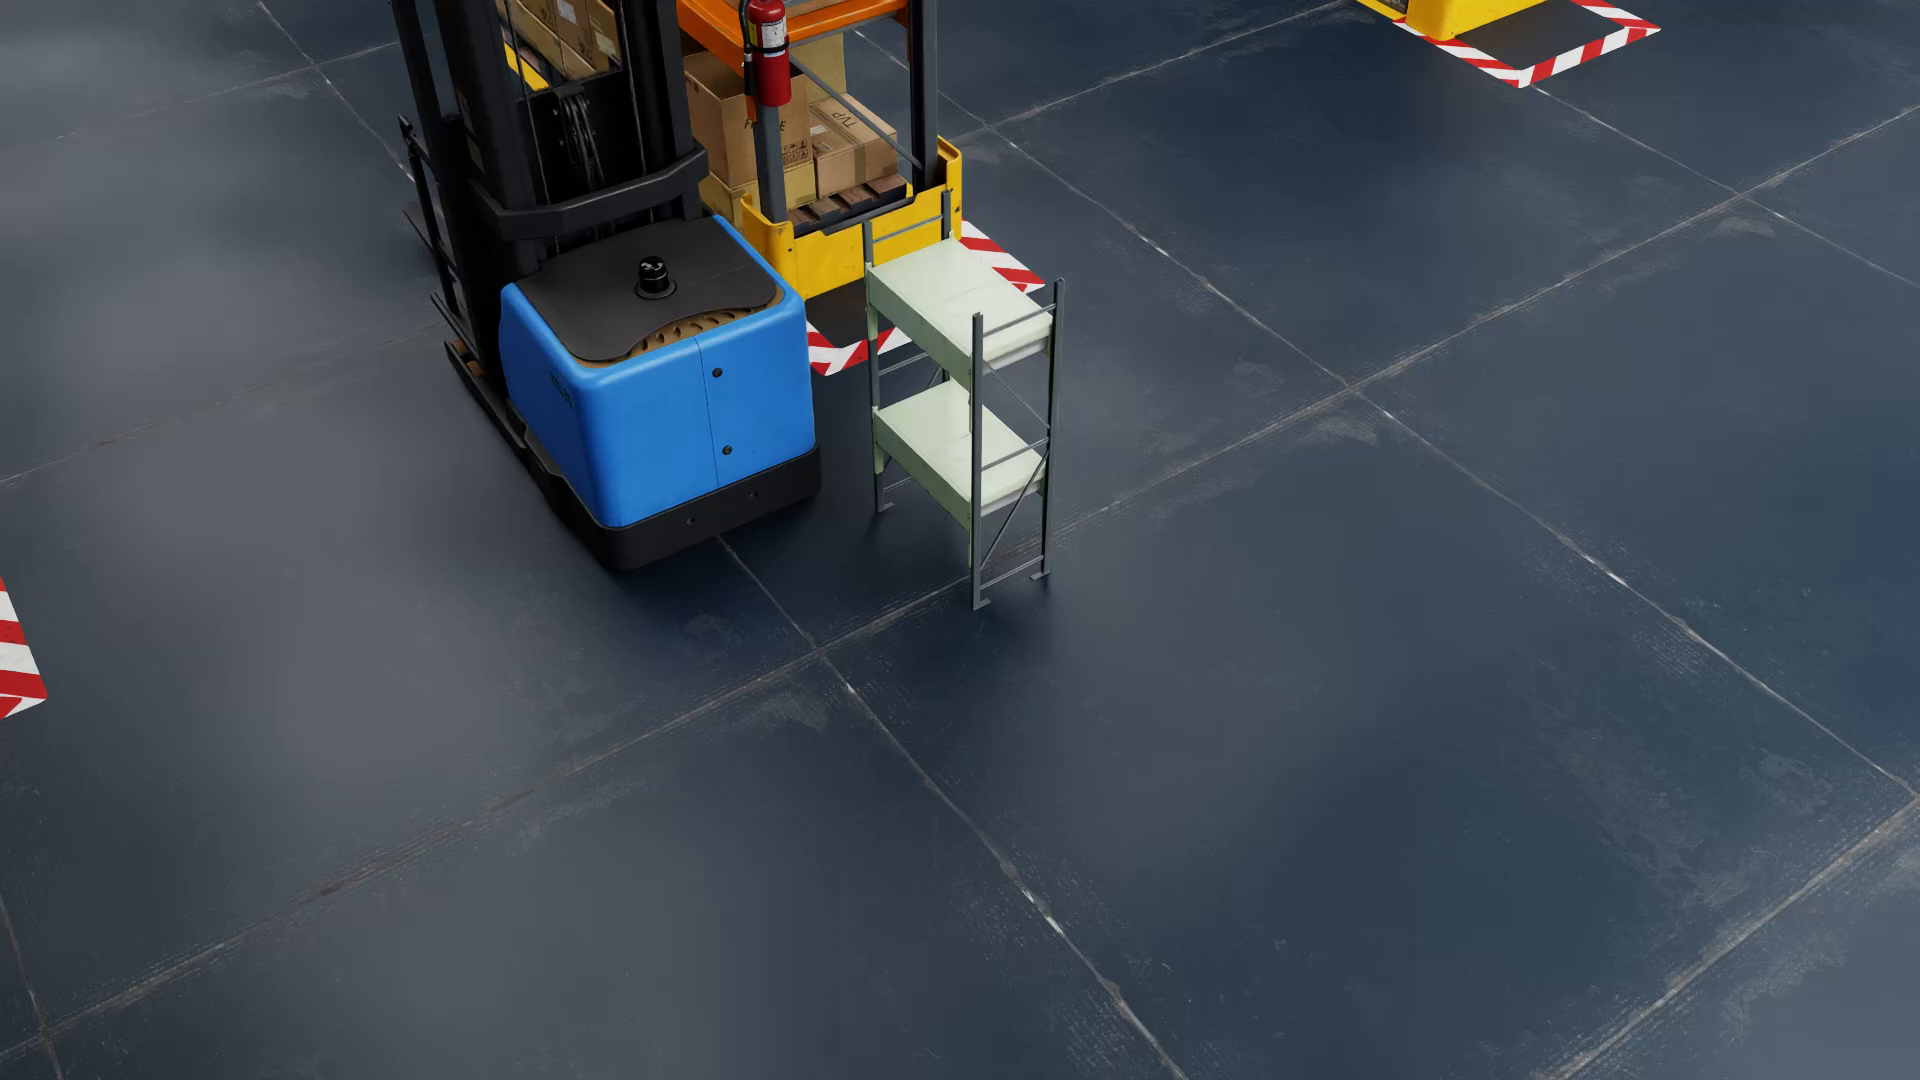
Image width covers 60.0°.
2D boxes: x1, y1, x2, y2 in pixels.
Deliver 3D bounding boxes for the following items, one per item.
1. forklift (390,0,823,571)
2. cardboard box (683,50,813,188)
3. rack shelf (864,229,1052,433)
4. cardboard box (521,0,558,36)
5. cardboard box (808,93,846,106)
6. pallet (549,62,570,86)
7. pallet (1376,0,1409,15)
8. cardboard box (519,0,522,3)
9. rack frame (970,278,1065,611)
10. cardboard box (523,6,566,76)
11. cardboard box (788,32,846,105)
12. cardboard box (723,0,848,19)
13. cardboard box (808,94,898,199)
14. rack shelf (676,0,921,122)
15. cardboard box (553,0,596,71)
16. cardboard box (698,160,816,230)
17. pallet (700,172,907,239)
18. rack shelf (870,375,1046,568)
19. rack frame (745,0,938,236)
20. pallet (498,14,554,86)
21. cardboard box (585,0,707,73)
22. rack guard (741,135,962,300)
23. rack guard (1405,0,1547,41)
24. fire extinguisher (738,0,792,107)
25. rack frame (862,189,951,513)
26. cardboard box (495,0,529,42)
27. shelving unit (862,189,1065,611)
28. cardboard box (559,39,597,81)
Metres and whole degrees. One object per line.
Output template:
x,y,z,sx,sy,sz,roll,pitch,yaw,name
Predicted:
-1.835,-1.922,7.132,1.130,2.935,3.031,-24,49,-23,forklift
-1.108,-2.200,8.517,0.500,0.500,0.500,-26,49,-24,cardboard box
0.004,-0.821,6.450,0.431,0.370,0.720,-26,49,-24,rack shelf
-2.265,-3.326,9.697,0.500,0.500,0.500,-26,49,-24,cardboard box
-0.971,-2.416,9.286,0.500,0.250,0.500,-26,49,-24,cardboard box
-1.723,-2.683,9.899,1.003,0.211,1.213,-26,49,-24,pallet
2.965,-4.018,11.297,1.003,0.211,1.213,-26,49,-24,pallet
-2.545,-3.613,9.997,0.500,0.500,0.500,-26,49,-24,cardboard box
0.213,-0.331,6.502,0.400,1.500,0.023,-26,49,-24,rack frame
-2.265,-3.055,9.956,0.500,0.250,0.500,-26,49,-24,cardboard box
-0.969,-2.688,9.028,0.500,0.500,0.500,-26,49,-24,cardboard box
-0.814,-2.891,8.024,0.700,0.500,0.500,-26,49,-24,cardboard box
-0.682,-2.134,8.991,0.500,0.250,0.500,-26,49,-24,cardboard box
-1.701,-3.458,9.211,1.077,0.370,4.000,-26,49,-24,rack shelf
-1.977,-3.044,9.401,0.500,0.500,0.500,-26,49,-24,cardboard box
-1.106,-1.929,8.777,0.500,0.250,0.500,-26,49,-24,cardboard box
-1.029,-1.993,9.176,1.003,0.211,1.213,-26,49,-24,pallet
0.004,-0.303,6.944,0.431,0.370,0.720,-26,49,-24,rack shelf
-0.557,-2.585,7.777,1.000,3.000,0.127,-26,49,-24,rack frame
-2.425,-3.375,10.623,1.003,0.211,1.213,-26,49,-24,pallet
-1.692,-2.760,9.104,0.500,0.500,0.500,-26,49,-24,cardboard box
-0.543,-1.667,8.625,1.175,0.500,0.348,-26,49,-24,rack guard
3.426,-3.660,10.713,1.175,0.500,0.348,-26,49,-24,rack guard
-0.871,-2.307,7.541,0.296,0.674,0.183,-26,49,-24,fire extinguisher
-0.206,-0.746,6.936,0.400,1.500,0.023,-26,49,-24,rack frame
-2.547,-3.340,10.255,0.500,0.250,0.500,-26,49,-24,cardboard box
0.004,-0.539,6.719,0.431,1.500,0.755,-26,49,-24,shelving unit
-1.974,-2.774,9.662,0.500,0.250,0.500,-26,49,-24,cardboard box
